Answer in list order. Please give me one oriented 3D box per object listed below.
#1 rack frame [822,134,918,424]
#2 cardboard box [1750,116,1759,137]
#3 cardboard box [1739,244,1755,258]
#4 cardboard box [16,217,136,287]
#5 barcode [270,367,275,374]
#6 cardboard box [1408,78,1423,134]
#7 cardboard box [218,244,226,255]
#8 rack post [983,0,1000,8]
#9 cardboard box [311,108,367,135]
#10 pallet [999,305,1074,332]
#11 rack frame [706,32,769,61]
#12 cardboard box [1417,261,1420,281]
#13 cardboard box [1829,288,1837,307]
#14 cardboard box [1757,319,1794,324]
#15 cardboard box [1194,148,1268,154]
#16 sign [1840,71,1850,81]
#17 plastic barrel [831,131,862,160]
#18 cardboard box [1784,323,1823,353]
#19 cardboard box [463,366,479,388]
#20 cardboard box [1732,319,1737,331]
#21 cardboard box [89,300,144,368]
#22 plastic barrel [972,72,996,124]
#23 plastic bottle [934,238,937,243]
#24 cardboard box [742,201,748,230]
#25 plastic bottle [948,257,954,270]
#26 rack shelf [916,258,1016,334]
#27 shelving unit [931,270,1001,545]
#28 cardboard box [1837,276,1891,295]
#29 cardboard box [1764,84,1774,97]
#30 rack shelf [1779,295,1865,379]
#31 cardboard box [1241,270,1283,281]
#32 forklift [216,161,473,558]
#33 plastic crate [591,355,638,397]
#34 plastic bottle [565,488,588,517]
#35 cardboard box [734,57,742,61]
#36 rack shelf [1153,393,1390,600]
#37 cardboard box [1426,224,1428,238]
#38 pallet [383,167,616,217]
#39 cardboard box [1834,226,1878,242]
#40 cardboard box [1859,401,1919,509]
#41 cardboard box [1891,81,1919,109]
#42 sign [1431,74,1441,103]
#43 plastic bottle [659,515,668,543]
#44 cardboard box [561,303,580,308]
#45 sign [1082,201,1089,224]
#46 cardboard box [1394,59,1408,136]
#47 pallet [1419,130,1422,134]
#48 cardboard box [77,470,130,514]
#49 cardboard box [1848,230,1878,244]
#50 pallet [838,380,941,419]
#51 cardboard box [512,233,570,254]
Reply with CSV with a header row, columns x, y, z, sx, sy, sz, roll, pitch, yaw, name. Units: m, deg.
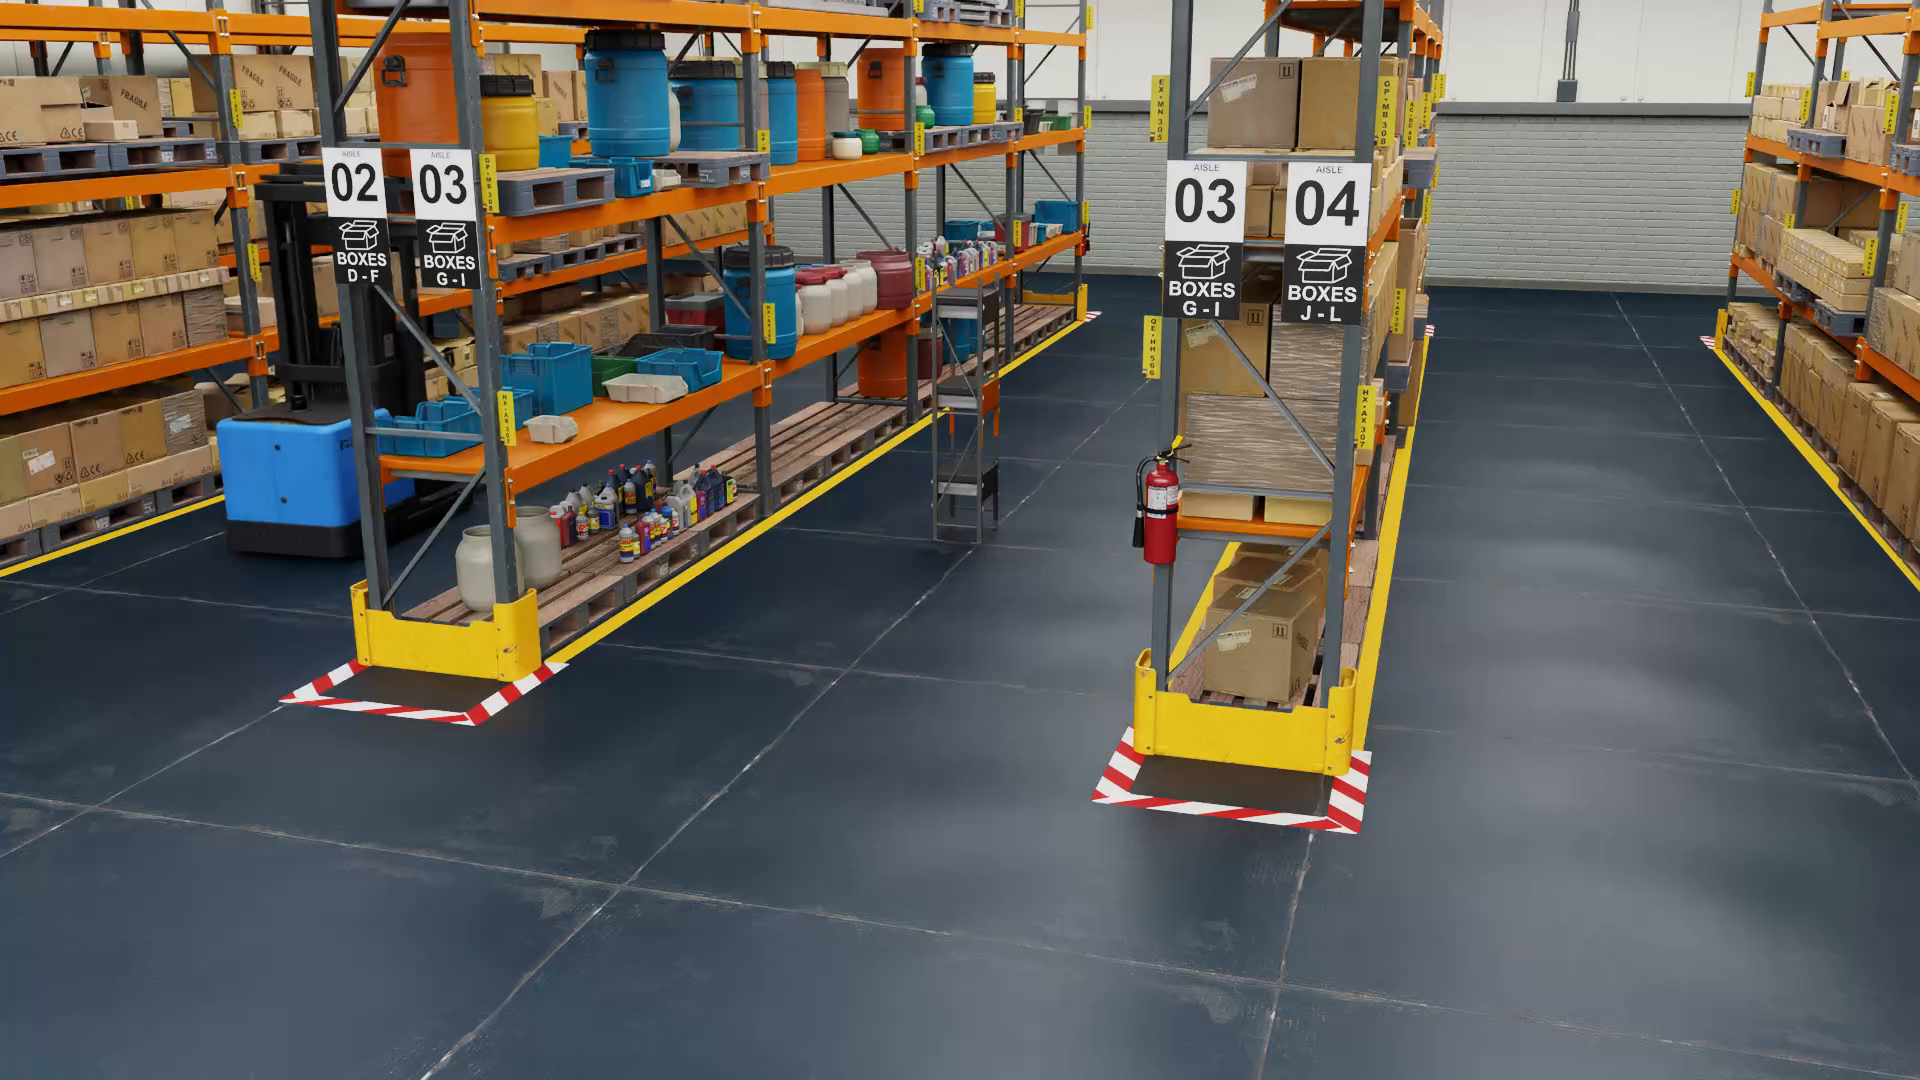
x,y,z,sx,sy,sz,roll,pitch,yaw,name
-0.942,-2.725,17.440,1.000,3.000,0.127,5,16,16,rack frame
10.434,-5.296,21.283,0.500,0.250,0.500,5,17,18,cardboard box
10.240,-3.707,21.362,0.380,0.149,0.250,4,16,14,cardboard box
-7.232,-2.356,13.579,0.700,0.500,0.500,5,16,16,cardboard box
-6.355,-1.569,15.380,0.001,0.075,0.075,5,16,16,barcode
3.911,-3.929,15.087,0.500,0.500,0.500,5,17,17,cardboard box
-9.786,-3.789,21.615,0.380,0.149,0.250,5,17,17,cardboard box
-0.075,-6.404,19.553,0.937,0.300,0.954,4,16,15,rack post
-6.225,-4.132,16.409,0.500,0.250,0.500,3,16,11,cardboard box
1.060,-3.264,24.450,1.003,0.211,1.213,5,16,16,pallet
-3.417,-8.089,25.359,1.000,3.000,0.127,5,16,16,rack frame
4.925,-3.163,18.802,0.500,0.500,0.500,5,17,18,cardboard box
8.305,-2.241,15.423,0.380,0.149,0.250,5,16,16,cardboard box
9.997,-2.610,20.399,0.380,0.149,0.250,5,16,16,cardboard box
1.520,-2.114,9.334,0.380,0.149,0.250,5,17,16,cardboard box
11.333,-5.844,21.316,0.100,0.325,0.005,5,16,16,sign
-1.080,-3.751,15.813,0.301,0.262,0.301,0,16,0,plastic barrel
9.207,-2.164,17.899,0.500,0.250,0.500,4,16,13,cardboard box
-5.606,-1.833,18.564,0.500,0.250,0.500,5,17,17,cardboard box
10.280,-2.812,21.657,0.380,0.149,0.250,5,16,16,cardboard box
-7.237,-1.726,13.734,0.700,0.500,0.500,5,17,17,cardboard box
0.130,-5.253,19.740,0.600,0.588,0.600,0,16,0,plastic barrel
-0.319,-3.653,20.924,0.061,0.283,0.133,5,16,16,plastic bottle
-3.427,-4.977,25.197,0.500,0.500,0.500,5,17,16,cardboard box
-0.122,-3.082,18.934,0.097,0.271,0.097,0,16,0,plastic bottle
-0.374,-2.902,19.383,1.077,0.370,4.000,5,16,16,rack shelf
0.047,-1.053,13.196,0.431,2.100,0.503,5,16,16,shelving unit
8.237,-2.319,15.154,0.380,0.149,0.250,5,17,17,cardboard box
10.190,-5.565,20.584,0.380,0.149,0.250,5,17,17,cardboard box
9.102,-2.107,16.580,1.077,0.370,4.000,5,16,16,rack shelf
1.734,-1.345,10.015,0.500,0.500,0.500,5,16,16,cardboard box
-4.811,-1.634,13.718,1.130,2.935,3.031,4,16,13,forklift
-2.735,-1.244,12.605,0.450,0.188,0.662,5,16,16,plastic crate
-2.933,-0.228,12.683,0.144,0.351,0.185,5,17,18,plastic bottle
-3.547,-7.040,25.140,0.700,0.500,0.500,5,16,16,cardboard box
2.101,-0.425,10.650,1.077,0.370,4.000,5,16,16,rack shelf
6.052,-4.225,22.458,0.500,0.250,0.500,4,16,15,cardboard box
-2.887,-2.193,10.414,1.003,0.211,1.213,5,16,16,pallet
10.052,-3.278,18.660,0.500,0.500,0.500,4,16,15,cardboard box
8.029,-0.668,13.542,1.050,0.750,0.750,5,17,17,cardboard box
8.399,-3.916,14.554,0.396,0.266,0.258,5,16,16,cardboard box
5.466,-5.191,19.114,0.100,0.325,0.005,5,16,16,sign
-2.248,-0.090,12.470,0.097,0.201,0.097,0,16,0,plastic bottle
-5.215,-2.788,21.435,0.500,0.500,0.500,5,17,17,cardboard box
1.863,-4.858,24.662,0.100,0.325,0.005,5,16,16,sign
2.786,-3.032,11.380,0.500,0.500,0.500,4,16,14,cardboard box
4.254,-4.159,17.343,1.003,0.211,1.213,5,17,18,pallet
-7.170,-0.412,13.554,0.500,0.250,0.500,5,16,16,cardboard box
9.743,-3.224,17.799,0.380,0.149,0.250,5,17,18,cardboard box
-0.758,-1.593,18.560,1.003,0.211,1.213,5,16,16,pallet
-5.176,-3.758,20.130,0.700,0.500,0.500,8,18,26,cardboard box
